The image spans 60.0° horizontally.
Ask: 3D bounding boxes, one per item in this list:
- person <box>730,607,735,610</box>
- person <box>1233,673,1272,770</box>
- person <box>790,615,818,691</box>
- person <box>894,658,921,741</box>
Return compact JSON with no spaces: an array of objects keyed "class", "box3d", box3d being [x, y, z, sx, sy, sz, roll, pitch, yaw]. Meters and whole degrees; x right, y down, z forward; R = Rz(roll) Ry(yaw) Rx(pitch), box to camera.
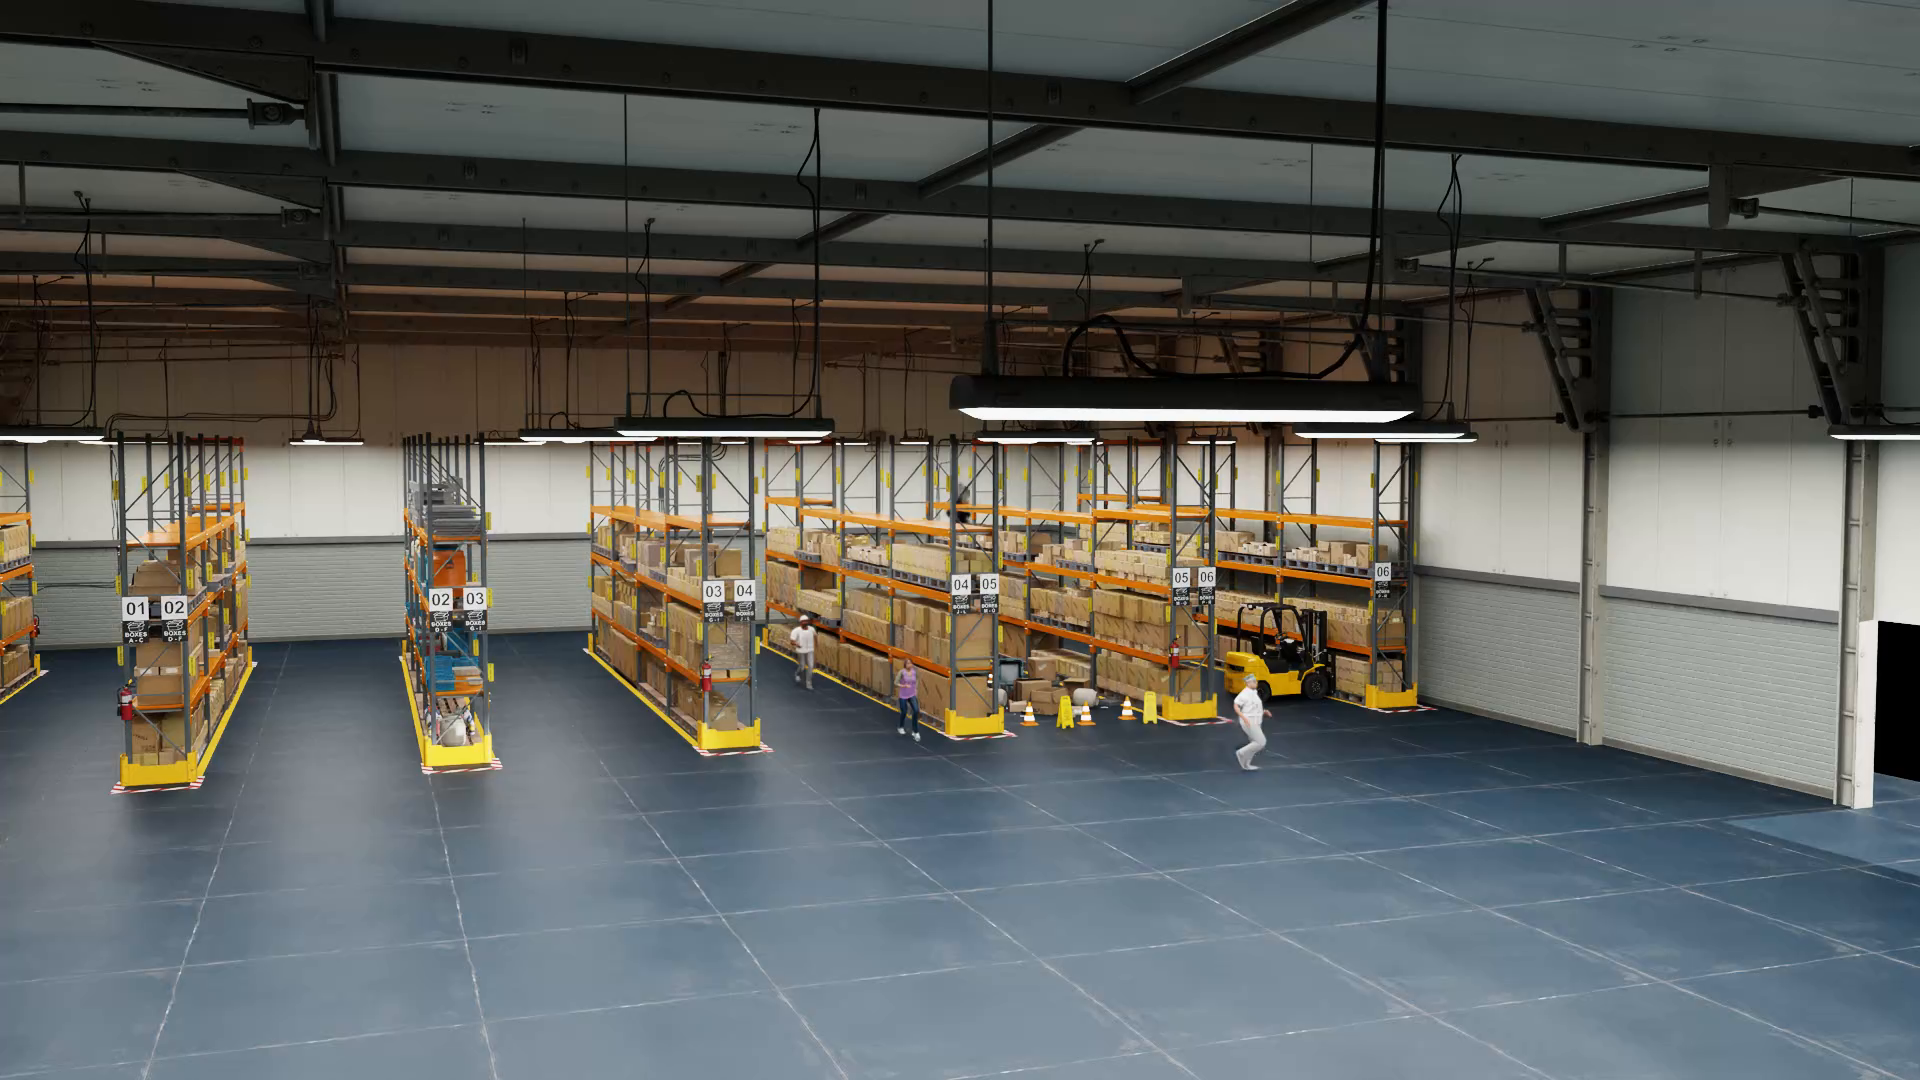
[{"class":"person","box3d":[-6.156,2.377,45.824,0.583,1.627,0.628,-1,3,-12]},{"class":"person","box3d":[5.203,3.223,29.416,0.593,1.723,0.663,2,4,26]},{"class":"person","box3d":[-3.677,2.666,39.603,0.712,1.754,0.889,-1,3,-22]},{"class":"person","box3d":[-1.048,3.113,32.755,0.567,1.615,0.798,-1,3,-21]}]
